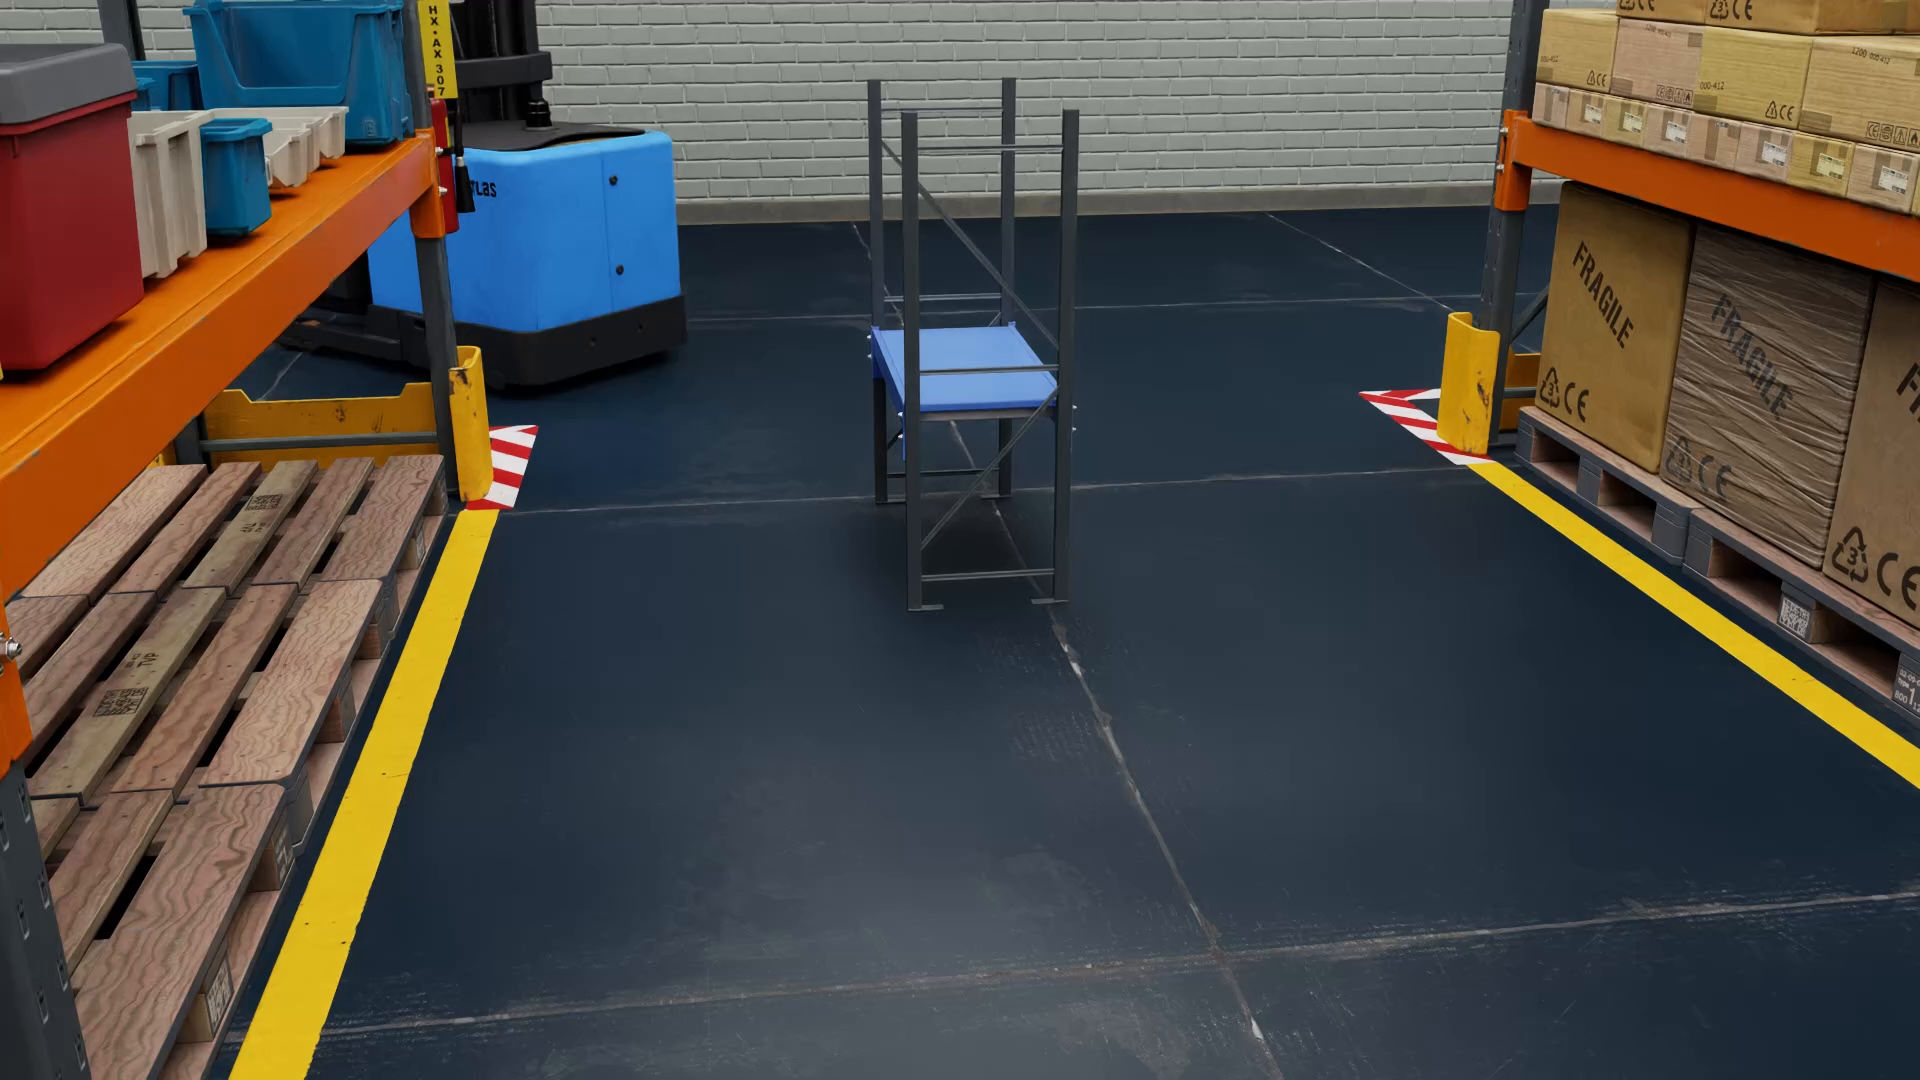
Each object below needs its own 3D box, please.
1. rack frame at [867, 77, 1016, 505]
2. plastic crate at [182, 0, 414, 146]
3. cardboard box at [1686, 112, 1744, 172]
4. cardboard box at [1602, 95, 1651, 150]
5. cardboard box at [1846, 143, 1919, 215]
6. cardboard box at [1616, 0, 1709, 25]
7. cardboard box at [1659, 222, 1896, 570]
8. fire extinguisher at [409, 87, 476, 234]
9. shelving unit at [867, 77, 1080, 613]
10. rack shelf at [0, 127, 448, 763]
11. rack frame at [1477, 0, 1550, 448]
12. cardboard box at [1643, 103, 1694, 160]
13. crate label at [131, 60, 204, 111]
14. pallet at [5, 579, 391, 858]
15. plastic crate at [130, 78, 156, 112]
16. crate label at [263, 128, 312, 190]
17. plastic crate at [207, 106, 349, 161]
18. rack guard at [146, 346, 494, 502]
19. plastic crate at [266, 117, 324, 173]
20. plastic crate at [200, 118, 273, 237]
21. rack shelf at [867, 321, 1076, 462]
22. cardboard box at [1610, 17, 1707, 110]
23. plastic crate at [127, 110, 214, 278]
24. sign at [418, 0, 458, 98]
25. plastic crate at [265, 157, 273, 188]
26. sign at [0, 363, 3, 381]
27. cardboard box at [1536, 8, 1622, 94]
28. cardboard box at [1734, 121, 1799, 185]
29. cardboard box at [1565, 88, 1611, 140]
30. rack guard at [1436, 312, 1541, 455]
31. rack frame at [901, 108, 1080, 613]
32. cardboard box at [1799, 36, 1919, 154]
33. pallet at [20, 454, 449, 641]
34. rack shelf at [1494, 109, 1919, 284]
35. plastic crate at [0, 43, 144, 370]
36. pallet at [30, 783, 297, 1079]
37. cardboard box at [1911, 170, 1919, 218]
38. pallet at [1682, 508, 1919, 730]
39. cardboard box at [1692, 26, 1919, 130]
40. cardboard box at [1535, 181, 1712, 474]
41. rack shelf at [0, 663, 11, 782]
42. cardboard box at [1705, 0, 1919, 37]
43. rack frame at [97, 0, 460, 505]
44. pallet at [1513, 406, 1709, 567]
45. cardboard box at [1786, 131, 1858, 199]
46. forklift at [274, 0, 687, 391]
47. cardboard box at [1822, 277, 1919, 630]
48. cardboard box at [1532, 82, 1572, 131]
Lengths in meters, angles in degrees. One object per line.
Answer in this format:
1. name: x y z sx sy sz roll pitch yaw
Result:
1. rack frame: -0.061 -0.849 5.846 0.500 1.500 0.032 -3 21 -8
2. plastic crate: -2.098 -1.509 5.334 0.616 0.435 0.499 -3 21 -8
3. cardboard box: 2.445 -1.208 5.023 0.380 0.149 0.250 -3 21 -9
4. cardboard box: 2.371 -1.387 5.500 0.380 0.149 0.250 -3 21 -9
5. cardboard box: 2.558 -0.941 4.307 0.380 0.149 0.250 -3 21 -7
6. cardboard box: 2.445 -1.889 5.203 0.500 0.500 0.500 -3 21 -9
7. cardboard box: 2.873 -0.490 5.177 0.875 0.875 0.875 -3 21 -8
8. fire extinguisher: -1.903 -1.436 5.916 0.296 0.674 0.183 -3 21 -8
9. shelving unit: 0.012 -0.673 5.375 0.538 1.500 1.048 -3 21 -8
10. rack shelf: -2.042 -0.542 3.908 1.077 0.370 4.000 -3 21 -8
11. rack frame: 2.571 -1.821 6.305 1.000 3.000 0.127 -3 21 -8
12. cardboard box: 2.410 -1.296 5.259 0.380 0.149 0.250 -3 21 -9
13. crate label: -2.621 -1.419 5.382 0.416 0.233 0.303 -3 21 -8
14. pallet: -2.078 0.444 4.226 1.003 0.211 1.213 -3 21 -8
15. plastic crate: -2.526 -1.191 4.771 0.416 0.233 0.300 -3 21 -8
16. crate label: -1.942 -1.006 4.415 0.396 0.136 0.243 -3 21 -8
17. plastic crate: -2.034 -1.203 4.940 0.396 0.136 0.243 -3 21 -8
18. rack guard: -2.347 -0.408 6.094 1.175 0.500 0.348 -3 21 -8
19. plastic crate: -2.006 -1.102 4.670 0.396 0.136 0.243 -3 21 -8
20. plastic crate: -1.781 -0.823 3.786 0.416 0.233 0.300 -3 21 -8
21. rack shelf: 0.012 -0.505 5.438 0.538 0.185 1.000 -3 21 -8
22. cardboard box: 2.454 -1.531 5.317 0.500 0.250 0.500 -3 21 -8
23. plastic crate: -1.792 -0.697 3.379 0.437 0.282 0.530 -3 21 -8
24. sign: -1.789 -1.681 5.697 0.100 0.325 0.005 -3 21 -8
25. plastic crate: -1.881 -0.905 4.143 0.298 0.136 0.250 -3 21 -8
26. sign: -1.209 -0.343 1.952 0.100 0.325 0.005 -3 21 -8
27. cardboard box: 2.373 -1.710 5.798 0.500 0.250 0.500 -3 21 -9
28. cardboard box: 2.483 -1.119 4.784 0.380 0.149 0.250 -3 21 -8
29. cardboard box: 2.334 -1.475 5.738 0.380 0.149 0.250 -3 21 -9
30. rack guard: 2.567 -0.658 6.765 1.175 0.500 0.348 -3 21 -8
31. rack frame: 0.086 -0.497 4.903 0.500 1.500 0.032 -3 21 -8
32. cardboard box: 2.603 -1.176 4.368 0.500 0.250 0.500 -3 21 -9
33. pallet: -2.250 0.022 5.354 1.003 0.211 1.213 -3 21 -8
34. rack shelf: 2.859 -0.792 4.577 1.077 0.370 4.000 -3 21 -8
35. plastic crate: -1.635 -0.566 2.768 0.402 0.464 0.583 -3 21 -8
36. pallet: -1.898 0.867 3.092 1.003 0.211 1.213 -3 21 -8
37. cardboard box: 2.593 -0.852 4.071 0.380 0.149 0.250 -3 21 -9
38. pallet: 2.936 0.180 4.934 1.003 0.211 1.213 -3 21 -8
39. cardboard box: 2.523 -1.357 4.850 0.500 0.250 0.500 -4 21 -10
40. cardboard box: 2.742 -0.805 6.021 0.875 0.875 0.875 -3 21 -8
41. rack shelf: -1.466 0.843 0.200 1.077 0.370 4.000 -3 21 -8
42. cardboard box: 2.525 -1.710 4.724 0.500 0.500 0.500 -3 21 -9
43. rack frame: -2.331 -1.571 5.636 1.000 3.000 0.127 -3 21 -8
44. pallet: 2.763 -0.242 6.062 1.003 0.211 1.213 -3 21 -8
45. cardboard box: 2.518 -1.031 4.550 0.380 0.149 0.250 -3 21 -9
46. forklift: -2.831 -2.420 8.007 3.031 2.935 1.130 13 24 32
47. cardboard box: 3.001 -0.182 4.352 0.875 0.875 0.875 -3 21 -8
48. cardboard box: 2.295 -1.564 5.975 0.380 0.149 0.250 -3 21 -7
